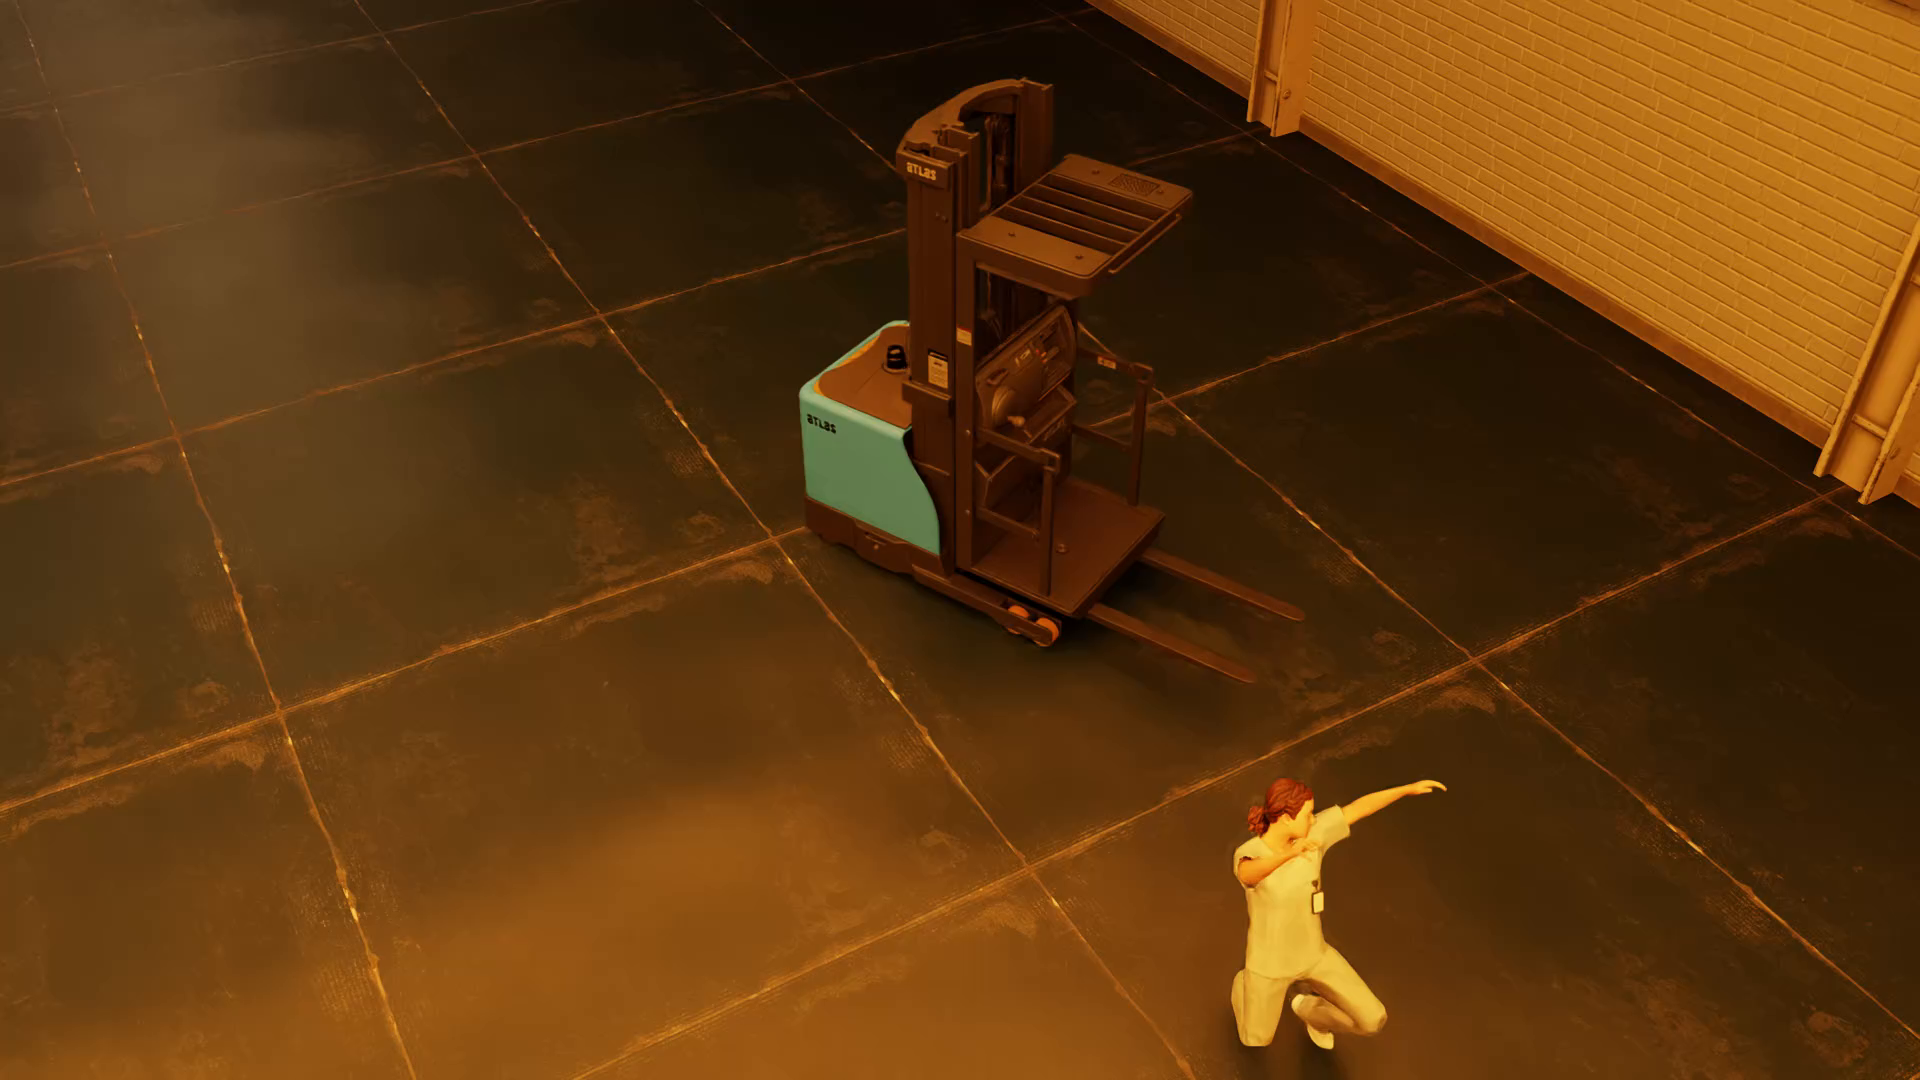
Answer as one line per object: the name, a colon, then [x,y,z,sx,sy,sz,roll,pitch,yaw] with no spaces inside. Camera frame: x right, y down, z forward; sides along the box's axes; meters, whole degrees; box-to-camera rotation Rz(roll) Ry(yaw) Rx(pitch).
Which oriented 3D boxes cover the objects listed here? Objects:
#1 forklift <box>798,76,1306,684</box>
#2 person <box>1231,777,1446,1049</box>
forklift: [0.539,-0.901,9.123,3.031,2.935,1.130,24,45,26]
person: [1.593,1.644,7.143,0.954,1.567,0.777,-11,41,-13]
